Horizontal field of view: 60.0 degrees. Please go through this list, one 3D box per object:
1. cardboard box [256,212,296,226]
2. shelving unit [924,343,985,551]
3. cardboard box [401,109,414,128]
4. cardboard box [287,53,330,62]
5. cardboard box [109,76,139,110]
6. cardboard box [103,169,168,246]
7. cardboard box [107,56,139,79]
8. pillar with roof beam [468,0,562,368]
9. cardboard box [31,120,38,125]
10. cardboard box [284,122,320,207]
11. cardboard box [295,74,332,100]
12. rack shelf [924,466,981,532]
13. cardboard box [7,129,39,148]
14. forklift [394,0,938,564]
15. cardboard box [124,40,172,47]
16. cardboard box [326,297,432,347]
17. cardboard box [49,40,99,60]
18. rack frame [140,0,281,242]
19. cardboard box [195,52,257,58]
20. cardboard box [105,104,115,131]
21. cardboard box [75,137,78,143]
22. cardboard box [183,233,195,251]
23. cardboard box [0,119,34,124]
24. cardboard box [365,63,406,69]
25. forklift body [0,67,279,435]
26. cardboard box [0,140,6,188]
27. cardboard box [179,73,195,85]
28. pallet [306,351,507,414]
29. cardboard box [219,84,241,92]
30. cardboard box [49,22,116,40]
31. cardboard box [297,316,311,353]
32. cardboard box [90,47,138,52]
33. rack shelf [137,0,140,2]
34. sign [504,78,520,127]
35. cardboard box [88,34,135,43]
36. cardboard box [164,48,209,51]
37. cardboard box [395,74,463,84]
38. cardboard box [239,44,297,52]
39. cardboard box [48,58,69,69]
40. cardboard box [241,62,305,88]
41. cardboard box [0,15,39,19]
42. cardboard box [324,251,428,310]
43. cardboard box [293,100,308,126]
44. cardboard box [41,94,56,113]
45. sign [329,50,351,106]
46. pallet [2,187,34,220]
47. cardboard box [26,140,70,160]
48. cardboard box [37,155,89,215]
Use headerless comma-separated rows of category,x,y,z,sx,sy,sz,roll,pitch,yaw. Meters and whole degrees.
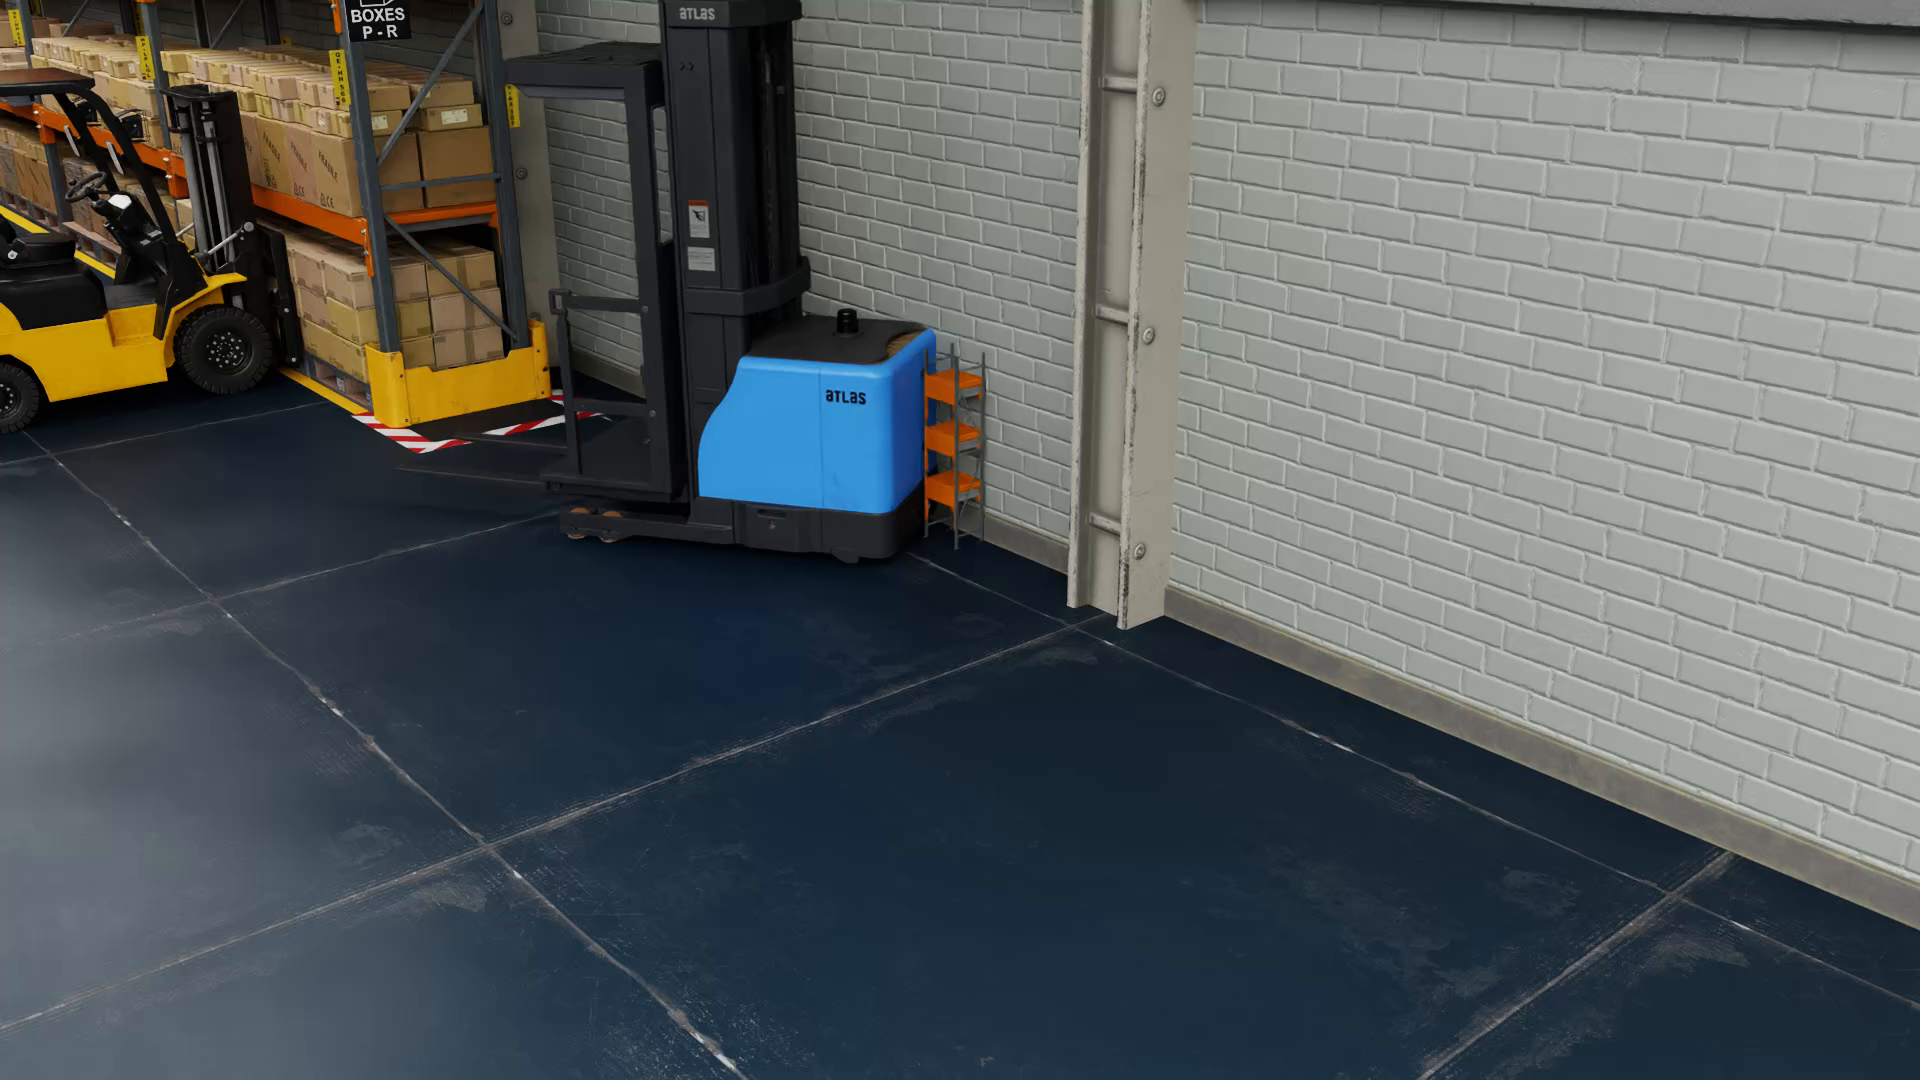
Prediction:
cardboard box,-5.251,-2.310,12.593,0.500,0.250,0.500,-16,27,-36
shelving unit,-0.031,-0.491,8.796,0.215,1.050,0.252,-18,27,-38
cardboard box,-3.612,-2.868,11.167,0.380,0.149,0.250,-17,27,-37
cardboard box,-4.871,-3.607,12.646,0.380,0.149,0.250,-18,28,-38
cardboard box,-6.844,-3.794,14.078,0.500,0.250,0.500,-18,28,-39
cardboard box,-7.331,-3.071,15.392,0.875,0.625,0.625,-19,28,-40
cardboard box,-6.954,-3.994,14.043,0.380,0.149,0.250,-19,28,-39
pillar with roof beam,-6.410,-4.486,8.099,9.100,9.000,0.400,-17,27,-37
cardboard box,-10.411,-4.790,19.064,0.380,0.149,0.250,-17,27,-37
cardboard box,-4.229,-2.576,11.312,0.500,0.500,0.500,-16,27,-36
cardboard box,-4.253,-3.060,11.249,0.380,0.149,0.250,-17,27,-37
rack shelf,-0.032,-0.222,8.900,0.215,0.259,0.240,-18,27,-38
cardboard box,-9.958,-4.304,17.822,0.380,0.149,0.250,-19,28,-40
forklift,-1.661,-1.528,8.866,3.031,2.935,1.130,6,22,15
cardboard box,-7.531,-4.554,15.473,0.380,0.149,0.250,-18,27,-38
cardboard box,-3.932,-1.519,11.258,0.500,0.250,0.500,-18,28,-38
cardboard box,-8.252,-4.573,15.521,0.380,0.149,0.250,-17,27,-36
rack frame,-5.988,-3.416,13.593,1.000,3.000,0.127,-17,27,-37
cardboard box,-5.593,-3.625,12.693,0.380,0.149,0.250,-18,28,-38
cardboard box,-7.149,-3.705,14.537,0.500,0.250,0.500,-17,27,-37
cardboard box,-9.394,-4.360,17.966,0.380,0.149,0.250,-18,28,-39
cardboard box,-5.907,-2.357,13.398,0.500,0.250,0.500,-18,27,-38
cardboard box,-10.573,-4.599,18.575,0.380,0.149,0.250,-18,28,-38
cardboard box,-4.201,-3.326,11.929,0.380,0.149,0.250,-18,28,-39
forklift body,-5.997,-2.005,11.155,2.313,2.155,1.214,-17,27,-37
cardboard box,-10.388,-4.187,18.413,0.500,0.500,0.500,-18,28,-39
cardboard box,-5.809,-3.543,12.890,0.380,0.149,0.250,-17,27,-36
pallet,-3.908,-1.214,11.794,1.003,0.211,1.213,-17,27,-37
cardboard box,-5.166,-3.253,12.151,0.380,0.149,0.250,-19,28,-39
cardboard box,-8.817,-4.943,16.778,0.500,0.500,0.500,-16,26,-35
cardboard box,-4.561,-1.561,12.050,0.500,0.250,0.500,-17,27,-37
cardboard box,-7.521,-4.309,14.845,0.380,0.149,0.250,-17,27,-37
rack shelf,-7.294,-5.030,14.588,1.077,0.370,4.000,-17,27,-37
sign,-2.953,-2.881,10.932,0.100,0.325,0.005,-17,27,-37
cardboard box,-8.234,-4.828,16.171,0.380,0.149,0.250,-16,27,-36
cardboard box,-6.848,-4.278,14.766,0.380,0.149,0.250,-18,27,-38
cardboard box,-3.561,-3.030,11.173,0.380,0.149,0.250,-16,27,-36
cardboard box,-5.551,-3.887,13.360,0.380,0.149,0.250,-17,27,-37
cardboard box,-8.169,-4.365,15.535,0.500,0.250,0.500,-16,27,-36
cardboard box,-4.928,-3.343,11.971,0.380,0.149,0.250,-17,27,-37
cardboard box,-10.214,-5.322,17.745,0.700,0.500,0.500,-18,27,-38
cardboard box,-3.914,-1.745,11.149,0.500,0.250,0.500,-16,27,-36
cardboard box,-4.282,-2.910,11.273,0.380,0.149,0.250,-18,27,-38
cardboard box,-8.495,-4.271,15.980,0.500,0.250,0.500,-17,27,-37
sign,-3.798,-2.835,10.197,0.100,0.325,0.005,-17,27,-37
pallet,-9.850,-3.775,18.333,1.003,0.211,1.213,-17,27,-37
cardboard box,-9.315,-3.999,17.043,0.380,0.149,0.250,-19,28,-40
cardboard box,-9.038,-3.618,16.961,0.500,0.500,0.500,-16,27,-36
